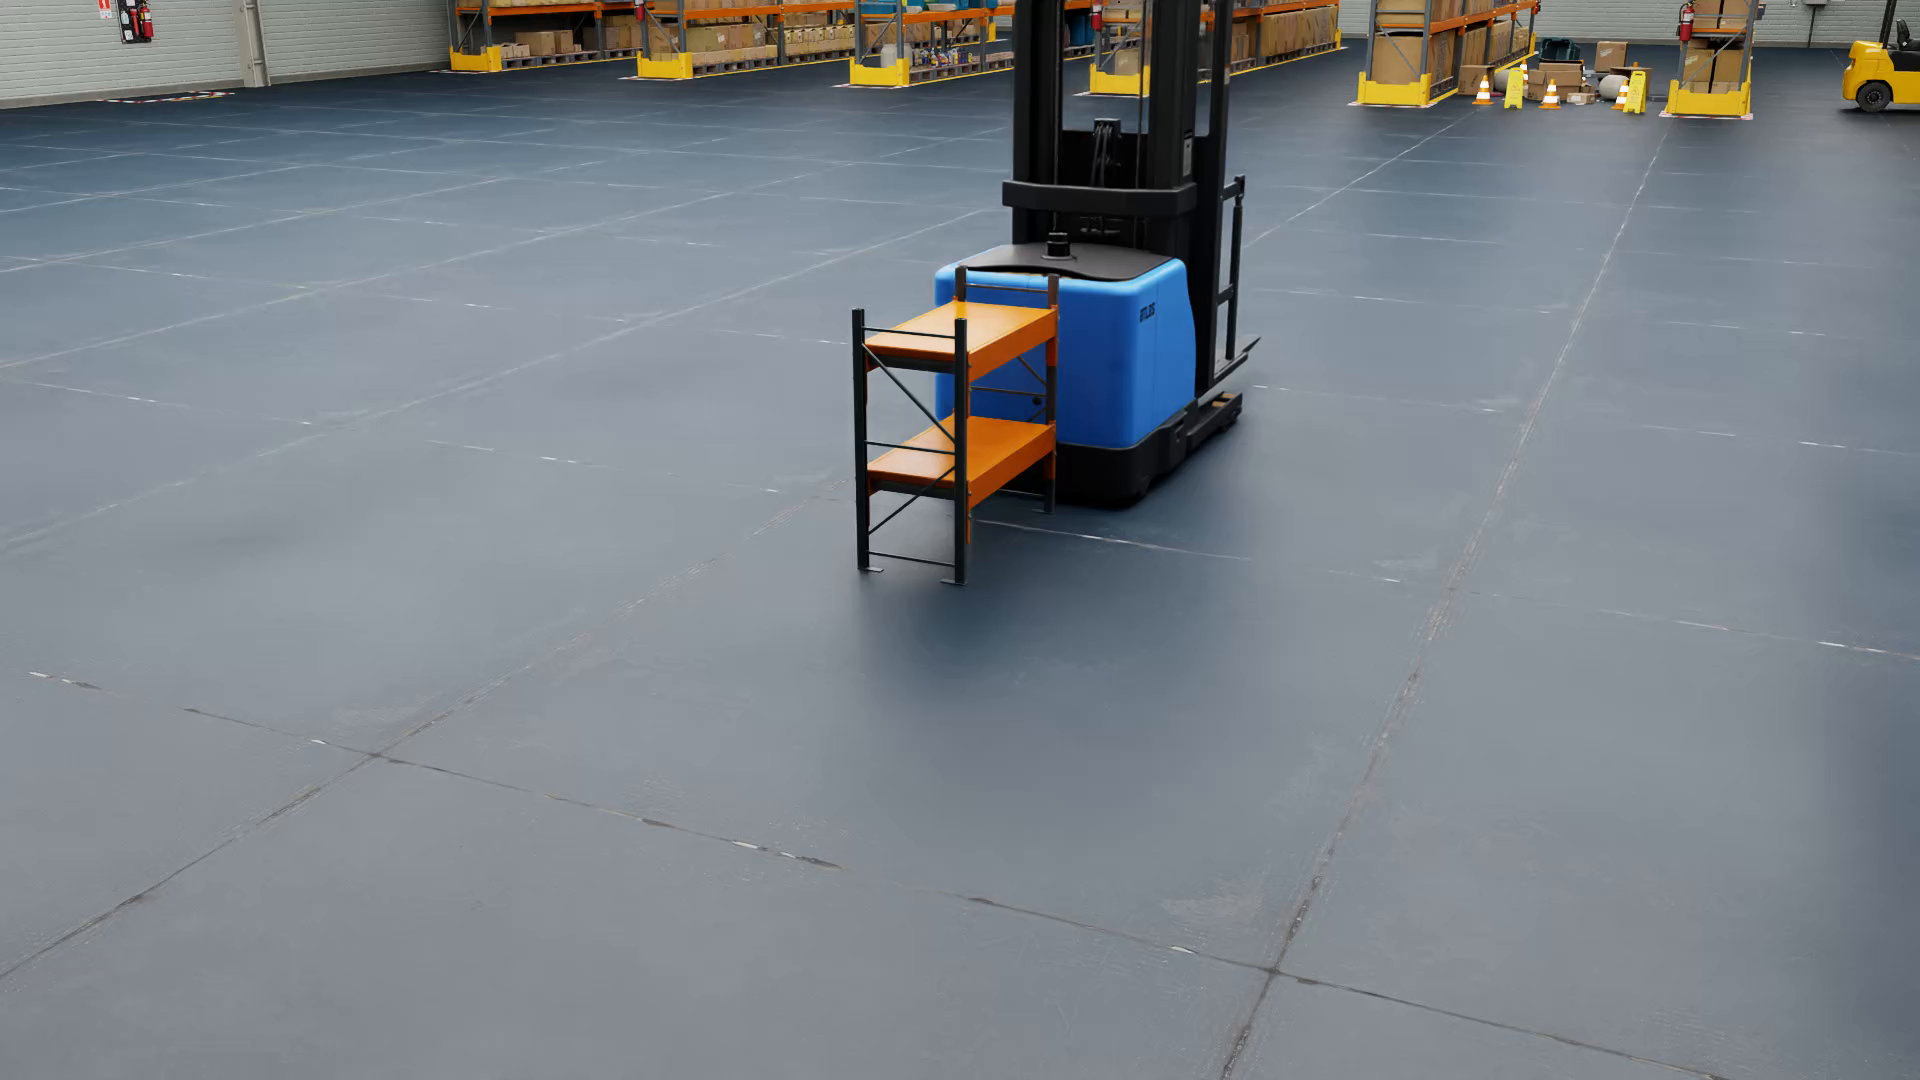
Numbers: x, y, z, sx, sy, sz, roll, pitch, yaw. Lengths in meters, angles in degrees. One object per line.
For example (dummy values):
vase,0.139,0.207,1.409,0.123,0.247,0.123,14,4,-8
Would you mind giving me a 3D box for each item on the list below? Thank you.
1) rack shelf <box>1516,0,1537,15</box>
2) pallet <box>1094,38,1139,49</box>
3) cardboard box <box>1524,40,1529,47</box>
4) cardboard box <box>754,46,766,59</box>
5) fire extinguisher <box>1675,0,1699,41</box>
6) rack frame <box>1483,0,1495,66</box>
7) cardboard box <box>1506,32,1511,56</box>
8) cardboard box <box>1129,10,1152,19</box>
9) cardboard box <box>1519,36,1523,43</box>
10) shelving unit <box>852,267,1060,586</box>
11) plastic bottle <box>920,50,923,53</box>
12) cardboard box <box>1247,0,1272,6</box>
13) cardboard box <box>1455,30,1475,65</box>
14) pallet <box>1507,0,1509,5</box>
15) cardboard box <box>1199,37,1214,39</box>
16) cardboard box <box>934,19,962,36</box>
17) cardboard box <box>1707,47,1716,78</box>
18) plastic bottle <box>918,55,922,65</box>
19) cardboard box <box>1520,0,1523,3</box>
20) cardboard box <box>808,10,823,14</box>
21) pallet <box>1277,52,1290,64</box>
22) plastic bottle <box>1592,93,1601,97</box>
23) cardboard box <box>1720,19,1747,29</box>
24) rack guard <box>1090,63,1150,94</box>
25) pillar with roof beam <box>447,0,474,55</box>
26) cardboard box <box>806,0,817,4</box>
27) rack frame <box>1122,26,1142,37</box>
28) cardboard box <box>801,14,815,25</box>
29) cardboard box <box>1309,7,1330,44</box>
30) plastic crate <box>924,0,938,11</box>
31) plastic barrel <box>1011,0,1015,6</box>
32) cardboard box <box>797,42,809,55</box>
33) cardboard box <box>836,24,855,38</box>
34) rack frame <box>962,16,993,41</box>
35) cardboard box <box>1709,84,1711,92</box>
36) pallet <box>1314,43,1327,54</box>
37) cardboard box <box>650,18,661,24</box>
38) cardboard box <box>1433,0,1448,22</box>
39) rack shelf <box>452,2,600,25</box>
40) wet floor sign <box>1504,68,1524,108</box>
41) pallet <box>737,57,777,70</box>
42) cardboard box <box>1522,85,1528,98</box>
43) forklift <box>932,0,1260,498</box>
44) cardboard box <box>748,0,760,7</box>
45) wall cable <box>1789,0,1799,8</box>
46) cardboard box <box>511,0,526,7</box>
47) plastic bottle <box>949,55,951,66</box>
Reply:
rack shelf,13.173,-12.859,40.225,1.077,0.370,4.000,9,21,23
pallet,4.115,-13.269,44.463,1.003,0.211,1.213,9,21,23
cardboard box,13.954,-12.382,41.437,0.380,0.149,0.250,9,22,24
cardboard box,-4.646,-10.792,36.816,0.500,0.250,0.500,9,21,23
fire extinguisher,11.530,-8.262,26.339,0.296,0.674,0.183,9,21,23
rack frame,10.716,-11.364,34.947,1.000,3.000,0.127,9,21,23
cardboard box,12.281,-11.346,38.000,0.500,0.500,0.500,8,21,22
cardboard box,3.290,-9.566,30.266,0.380,0.149,0.250,9,21,23
cardboard box,13.415,-12.121,40.259,0.380,0.149,0.250,9,21,23
shelving unit,0.003,-0.532,7.286,0.538,1.125,1.048,9,21,23
plastic bottle,-0.817,-10.168,34.979,0.061,0.283,0.133,10,22,25
cardboard box,6.679,-12.234,37.243,0.500,0.500,0.500,9,22,24
cardboard box,9.648,-9.776,33.211,1.050,0.750,0.750,9,21,23
pallet,11.908,-12.283,37.816,1.003,0.211,1.213,9,21,23
cardboard box,5.306,-10.381,35.257,0.700,0.500,0.500,7,21,18
cardboard box,-0.401,-14.265,46.172,0.797,0.503,0.637,9,21,23
cardboard box,12.298,-7.967,27.751,0.500,0.500,0.500,9,22,25
plastic bottle,-0.833,-9.984,34.585,0.097,0.201,0.097,0,20,0
cardboard box,13.147,-12.838,39.467,0.380,0.149,0.250,9,21,24
cardboard box,-4.235,-15.516,48.756,0.380,0.149,0.250,9,22,24
pallet,7.125,-11.364,39.108,1.003,0.211,1.213,9,21,23
plastic bottle,11.396,-7.971,29.792,0.133,0.061,0.283,13,23,32
cardboard box,12.325,-8.227,26.501,0.380,0.149,0.250,9,21,23
rack guard,2.987,-8.476,30.555,1.175,0.500,0.348,9,21,23
pillar with roof beam,-7.176,-14.238,34.073,9.100,9.000,0.400,9,21,23
cardboard box,-3.692,-12.807,38.855,0.500,0.500,0.500,9,21,23
rack frame,4.989,-15.201,45.735,1.000,3.000,0.127,9,21,23
cardboard box,-4.654,-15.046,48.403,0.700,0.500,0.500,8,21,21
cardboard box,8.946,-13.233,42.746,0.875,0.875,0.875,9,21,23
plastic crate,-0.738,-11.056,34.397,0.450,0.188,0.662,9,21,23
plastic barrel,1.145,-12.215,37.137,0.433,0.535,0.433,0,20,0
cardboard box,-3.840,-11.361,38.414,0.500,0.250,0.500,9,22,24
cardboard box,-2.794,-12.409,40.524,0.500,0.311,0.500,9,22,24
rack frame,0.472,-15.882,47.649,1.000,3.000,0.127,9,21,23
cardboard box,12.511,-7.775,28.330,0.500,0.250,0.500,8,21,21
pallet,8.751,-12.580,42.529,1.003,0.211,1.213,9,21,23
cardboard box,-7.863,-13.105,41.795,0.500,0.250,0.500,9,21,24
cardboard box,8.100,-9.434,29.295,0.875,0.550,0.550,9,21,23
rack shelf,-9.782,-11.941,37.644,1.077,0.370,4.000,9,21,23
wet floor sign,9.234,-7.529,27.676,0.267,0.644,0.232,5,20,13
pallet,-4.806,-10.662,37.134,1.003,0.211,1.213,9,21,23
cardboard box,10.054,-8.075,29.778,0.396,0.266,0.258,13,23,32
forklift,0.936,-2.032,8.807,1.130,2.935,3.031,9,21,23
cardboard box,-4.828,-11.962,36.478,0.700,0.500,0.500,8,21,22
wall cable,22.135,-15.176,44.149,0.588,1.984,0.122,9,21,23
cardboard box,-9.912,-11.874,36.574,0.500,0.250,0.500,8,21,21
plastic bottle,-0.230,-9.938,34.457,0.097,0.201,0.097,0,20,0
